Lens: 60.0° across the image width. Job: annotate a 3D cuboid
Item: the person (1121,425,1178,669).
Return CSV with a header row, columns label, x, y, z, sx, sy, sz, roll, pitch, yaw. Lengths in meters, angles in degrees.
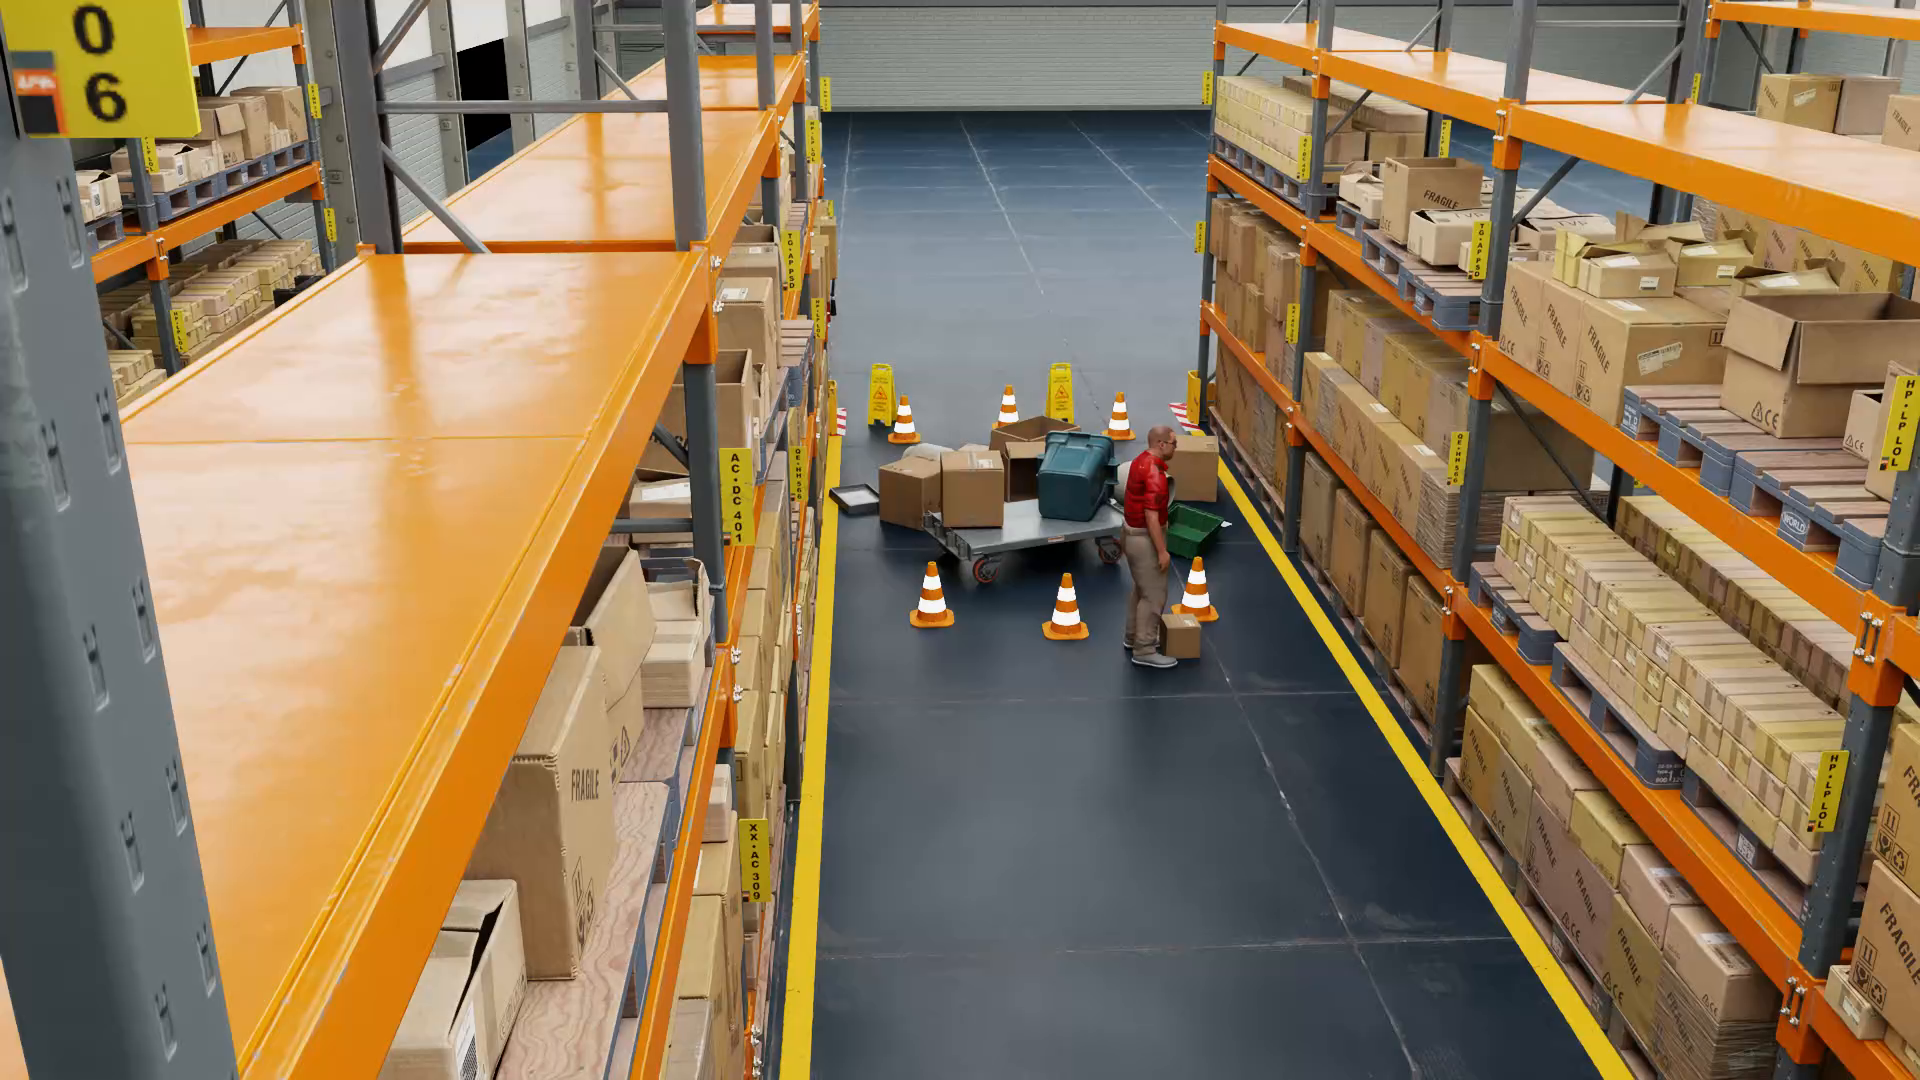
label,x,y,z,sx,sy,sz,roll,pitch,yaw
person,1.355,0.017,11.901,0.384,1.728,0.602,-2,20,-5
